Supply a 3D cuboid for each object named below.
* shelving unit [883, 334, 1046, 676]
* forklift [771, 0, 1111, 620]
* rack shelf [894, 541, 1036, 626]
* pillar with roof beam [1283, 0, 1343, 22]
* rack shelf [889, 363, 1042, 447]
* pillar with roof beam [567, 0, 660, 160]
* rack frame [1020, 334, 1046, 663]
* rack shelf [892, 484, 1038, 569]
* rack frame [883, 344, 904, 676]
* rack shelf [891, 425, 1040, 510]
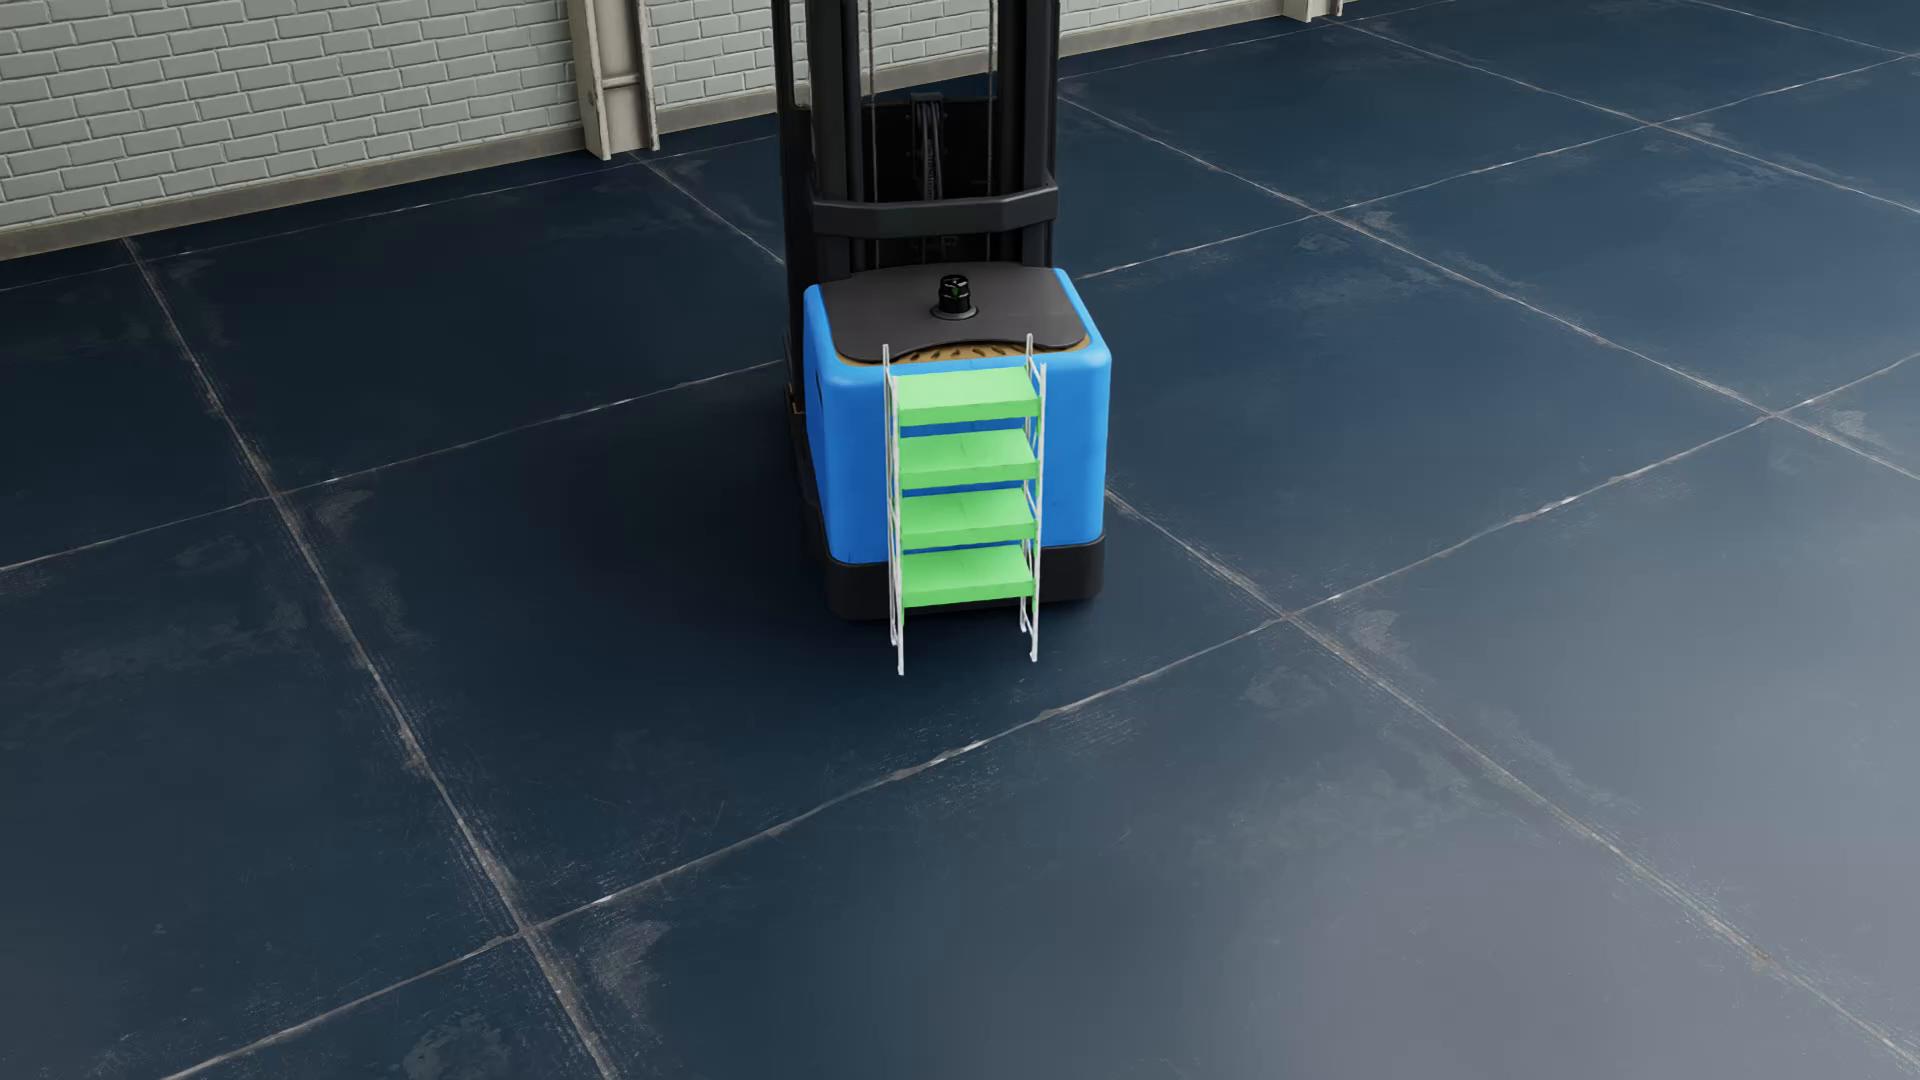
[{"bbox_3d":[0.012,-0.103,5.787,0.503,1.200,0.258,-5,33,-8],"label":"shelving unit"},{"bbox_3d":[-0.206,-1.715,6.722,1.130,2.935,3.031,-5,33,-8],"label":"forklift"},{"bbox_3d":[0.012,0.153,5.950,0.480,0.148,0.258,-5,33,-8],"label":"rack shelf"},{"bbox_3d":[5.188,-6.149,8.064,0.400,9.000,9.100,-19,37,-27],"label":"pillar with roof beam"},{"bbox_3d":[0.012,-0.453,5.562,0.480,0.148,0.258,-5,33,-8],"label":"rack shelf"},{"bbox_3d":[0.145,-4.415,5.315,0.400,9.000,9.100,-19,37,-27],"label":"pillar with roof beam"},{"bbox_3d":[0.252,-0.124,5.821,0.015,1.200,0.240,-5,33,-8],"label":"rack frame"},{"bbox_3d":[0.012,-0.049,5.821,0.480,0.148,0.258,-5,33,-8],"label":"rack shelf"},{"bbox_3d":[-0.229,-0.081,5.752,0.015,1.200,0.240,-5,33,-8],"label":"rack frame"},{"bbox_3d":[0.012,-0.251,5.692,0.480,0.148,0.258,-5,33,-8],"label":"rack shelf"}]
